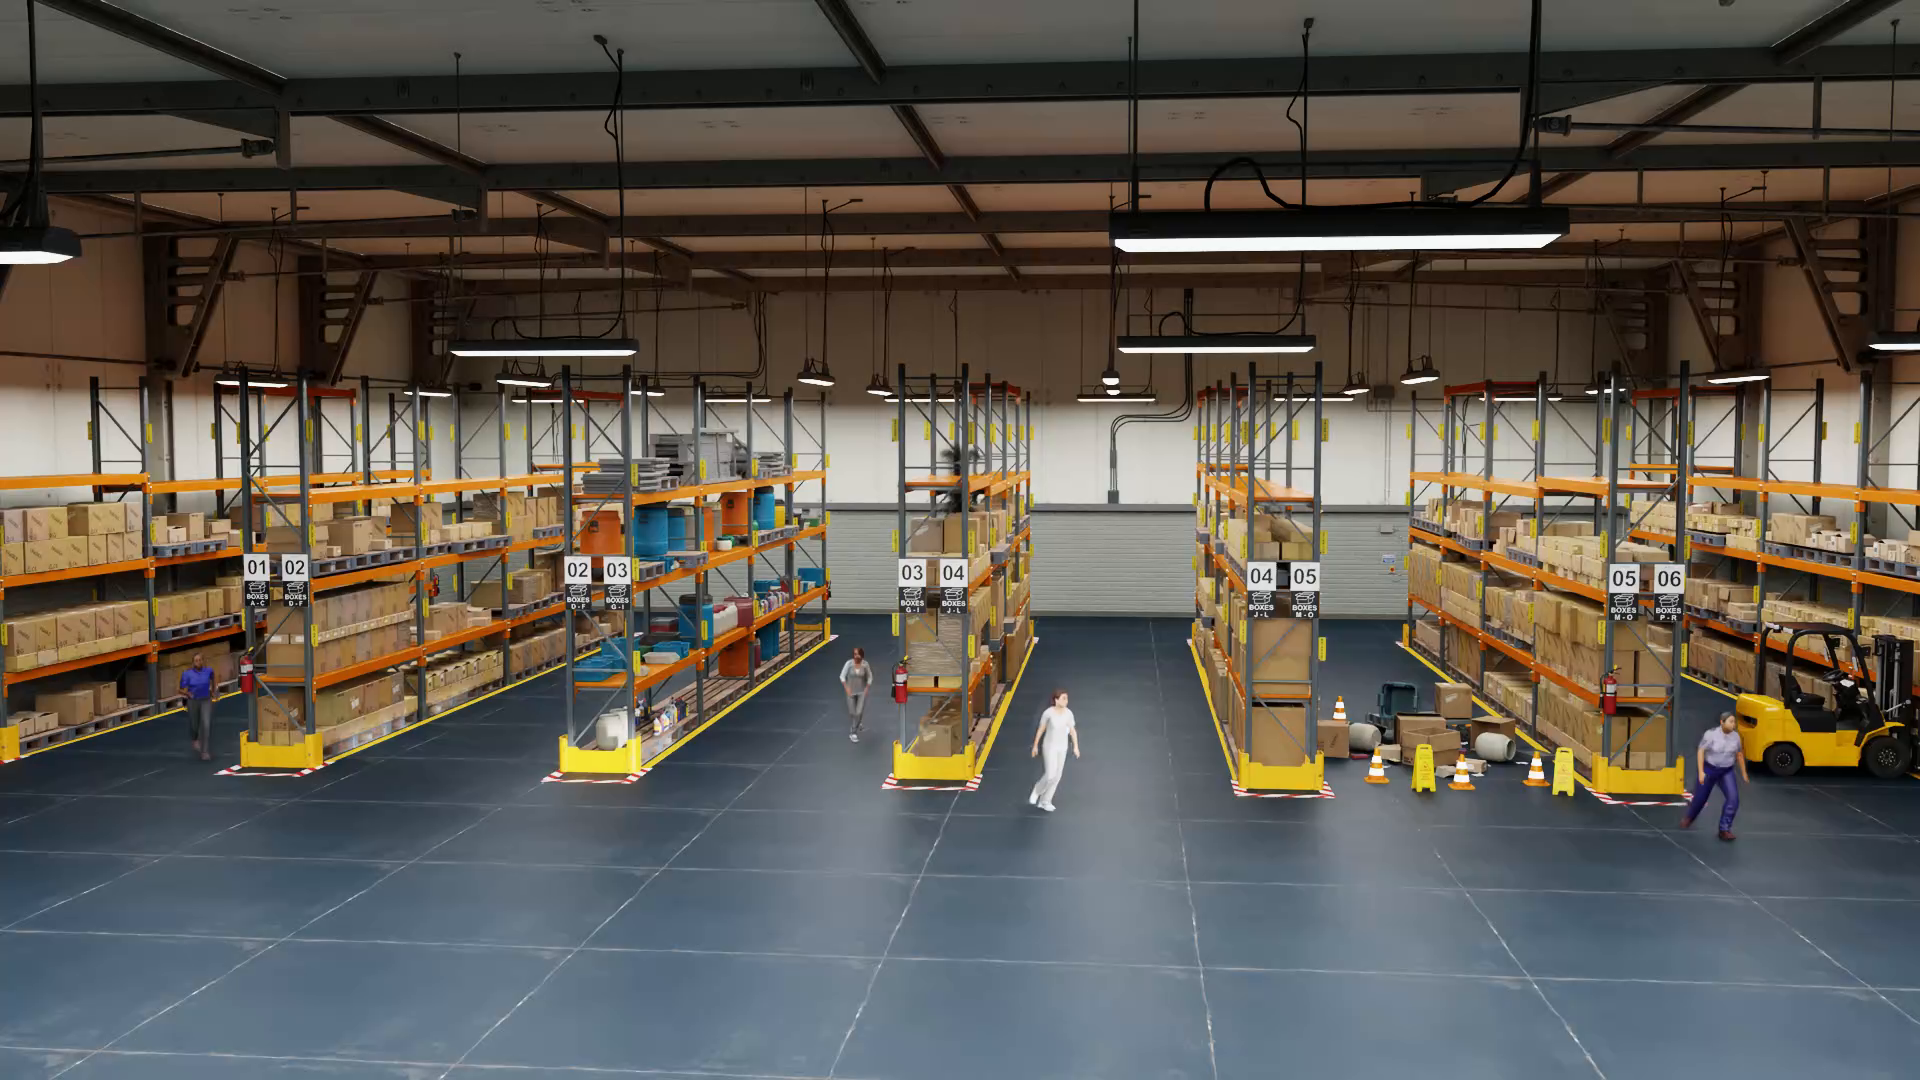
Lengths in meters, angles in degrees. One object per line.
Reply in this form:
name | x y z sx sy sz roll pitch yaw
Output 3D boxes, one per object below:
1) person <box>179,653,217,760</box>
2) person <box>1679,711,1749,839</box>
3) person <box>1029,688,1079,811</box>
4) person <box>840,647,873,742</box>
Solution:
person | -11.724 2.525 25.596 0.548 1.621 0.990 -2 4 -27
person | 9.436 2.893 20.783 0.656 1.561 0.802 0 4 -7
person | 1.240 2.771 21.999 0.569 1.640 0.533 -2 4 -28
person | -1.691 2.500 27.177 0.535 1.555 0.541 0 4 -2
